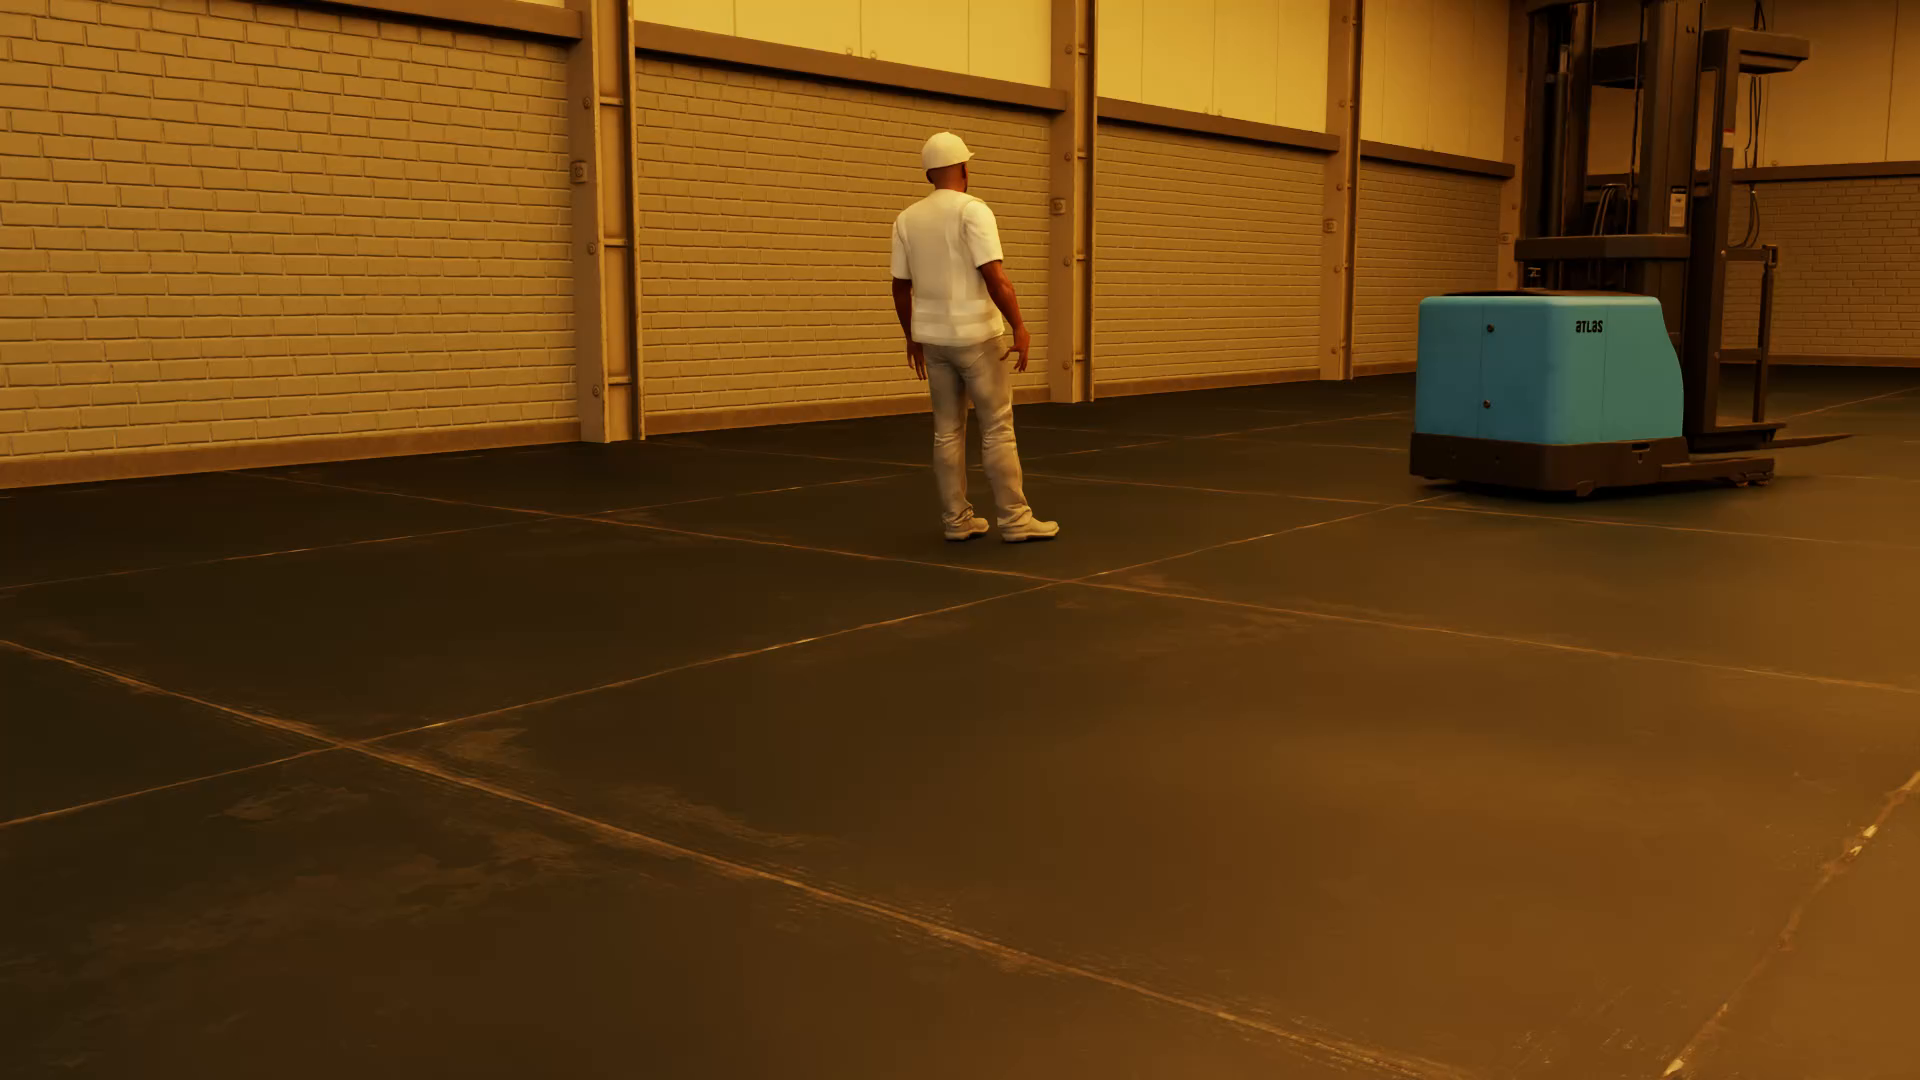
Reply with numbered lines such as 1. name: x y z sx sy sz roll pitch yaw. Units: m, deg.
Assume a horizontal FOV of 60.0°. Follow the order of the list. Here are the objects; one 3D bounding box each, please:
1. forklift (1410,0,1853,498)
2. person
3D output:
1. forklift: 4.083 -1.807 9.633 3.031 2.935 1.130 -5 10 -31
2. person: 0.049 -0.888 7.325 0.665 1.765 0.577 7 11 38
